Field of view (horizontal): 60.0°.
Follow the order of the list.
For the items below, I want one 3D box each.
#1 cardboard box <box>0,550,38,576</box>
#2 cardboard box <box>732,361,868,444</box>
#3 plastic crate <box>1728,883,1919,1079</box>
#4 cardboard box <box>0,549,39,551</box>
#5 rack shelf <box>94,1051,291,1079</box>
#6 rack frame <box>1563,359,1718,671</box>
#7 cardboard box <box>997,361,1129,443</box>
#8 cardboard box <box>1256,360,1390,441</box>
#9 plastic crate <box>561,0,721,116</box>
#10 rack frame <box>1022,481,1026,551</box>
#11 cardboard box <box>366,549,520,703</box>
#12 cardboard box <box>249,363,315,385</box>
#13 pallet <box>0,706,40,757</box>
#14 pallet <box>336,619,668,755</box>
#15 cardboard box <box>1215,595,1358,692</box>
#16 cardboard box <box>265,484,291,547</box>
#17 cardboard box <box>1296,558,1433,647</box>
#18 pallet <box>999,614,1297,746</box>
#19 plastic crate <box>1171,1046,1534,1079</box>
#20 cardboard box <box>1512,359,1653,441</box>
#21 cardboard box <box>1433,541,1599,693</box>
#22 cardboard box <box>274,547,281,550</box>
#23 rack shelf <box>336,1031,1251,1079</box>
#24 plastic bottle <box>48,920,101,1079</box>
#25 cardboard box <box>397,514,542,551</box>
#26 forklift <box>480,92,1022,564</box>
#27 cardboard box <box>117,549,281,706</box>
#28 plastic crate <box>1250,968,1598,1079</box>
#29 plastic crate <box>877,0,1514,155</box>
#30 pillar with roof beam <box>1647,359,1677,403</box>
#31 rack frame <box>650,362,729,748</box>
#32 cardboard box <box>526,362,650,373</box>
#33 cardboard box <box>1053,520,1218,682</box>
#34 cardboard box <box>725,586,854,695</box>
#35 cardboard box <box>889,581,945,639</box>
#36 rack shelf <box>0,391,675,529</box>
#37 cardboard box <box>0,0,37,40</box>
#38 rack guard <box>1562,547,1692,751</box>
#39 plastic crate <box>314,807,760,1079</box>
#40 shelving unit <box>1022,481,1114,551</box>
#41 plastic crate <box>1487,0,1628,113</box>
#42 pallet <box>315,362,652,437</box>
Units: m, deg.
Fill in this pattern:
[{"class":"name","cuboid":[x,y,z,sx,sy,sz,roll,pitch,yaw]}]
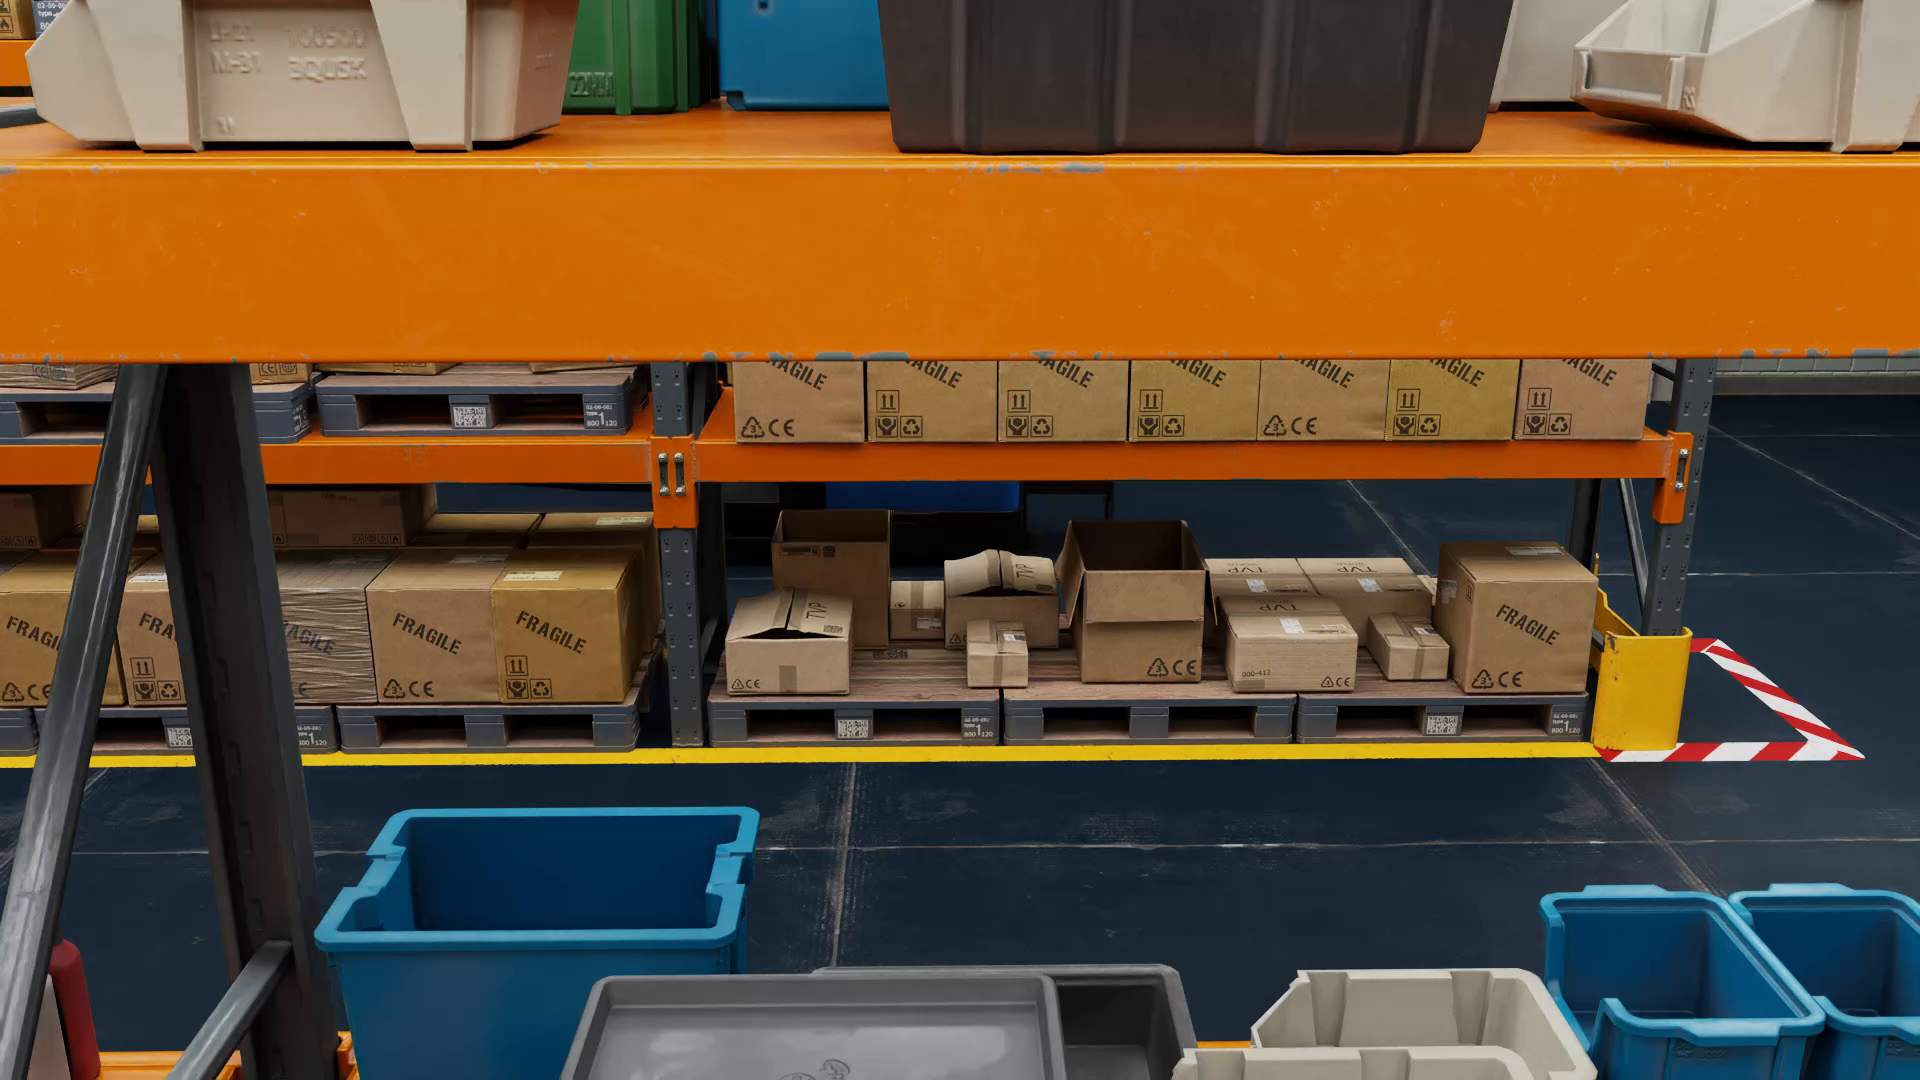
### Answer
[{"class":"cardboard box","cuboid":[-4.150,0.360,6.886,0.500,0.500,0.500,-1,18,-3]},{"class":"cardboard box","cuboid":[-0.619,-0.688,6.617,0.500,0.500,0.500,0,18,1]},{"class":"plastic crate","cuboid":[1.372,0.731,2.534,0.300,0.233,0.416,0,18,-1]},{"class":"cardboard box","cuboid":[-4.201,0.203,7.376,0.500,0.500,0.500,0,18,1]},{"class":"rack shelf","cuboid":[-3.059,1.144,2.248,4.000,0.370,1.077,0,18,-1]},{"class":"rack frame","cuboid":[2.866,-0.740,6.944,0.127,3.000,1.000,0,18,-1]},{"class":"cardboard box","cuboid":[0.393,-0.693,6.633,0.500,0.500,0.500,0,18,-1]},{"class":"cardboard box","cuboid":[1.405,-0.698,6.650,0.500,0.500,0.500,0,18,0]},{"class":"plastic crate","cuboid":[-0.640,-0.630,2.036,0.662,0.188,0.450,0,18,-1]},{"class":"rack frame","cuboid":[0.365,-0.996,9.216,0.015,2.100,0.400,1,18,2]},{"class":"cardboard box","cuboid":[-2.117,0.350,6.919,0.500,0.500,0.500,0,18,-1]},{"class":"cardboard box","cuboid":[-2.899,-0.941,6.719,0.500,0.500,0.700,-5,18,-15]},{"class":"pallet","cuboid":[-4.386,0.634,7.225,1.213,0.211,1.003,0,18,-1]},{"class":"pallet","cuboid":[-1.946,0.622,7.262,1.213,0.211,1.003,0,18,-1]},{"class":"cardboard box","cuboid":[1.376,0.433,7.069,0.500,0.250,0.500,0,18,-1]},{"class":"cardboard box","cuboid":[-3.122,-0.162,7.286,0.500,0.250,0.500,-1,18,-2]},{"class":"cardboard box","cuboid":[1.818,0.278,7.551,0.500,0.250,0.500,0,18,-1]},{"class":"pallet","cuboid":[0.776,0.597,7.341,1.213,0.211,1.003,0,18,-1]},{"class":"plastic crate","cuboid":[0.471,0.869,2.024,0.530,0.282,0.437,0,18,-1]},{"class":"cardboard box","cuboid":[2.423,-0.702,6.663,0.500,0.500,0.500,0,18,1]},{"class":"cardboard box","cuboid":[2.326,0.318,7.016,0.500,0.500,0.500,0,18,-1]},{"class":"cardboard box","cuboid":[-3.159,0.196,7.397,0.500,0.500,0.500,-1,18,-3]},{"class":"rack shelf","cuboid":[0.941,1.125,2.308,4.000,0.370,1.077,0,18,-1]},{"class":"plastic bottle","cuboid":[-1.432,0.719,2.586,0.133,0.283,0.061,0,18,-1]},{"class":"cardboard box","cuboid":[-2.154,0.194,7.405,0.500,0.500,0.500,0,18,0]},{"class":"forklift","cuboid":[-1.162,-1.424,9.189,3.031,2.935,1.130,1,18,2]},{"class":"cardboard box","cuboid":[-3.126,0.355,6.902,0.500,0.500,0.500,-1,18,-3]},{"class":"plastic crate","cuboid":[0.678,0.789,2.511,0.466,0.136,0.293,0,18,-1]},{"class":"plastic crate","cuboid":[0.188,-0.496,1.487,0.590,0.269,0.497,0,18,-1]},{"class":"pillar with roof beam","cuboid":[5.538,-4.072,7.509,0.400,9.000,9.100,0,18,-1]},{"class":"rack frame","cuboid":[-1.133,-0.721,6.884,0.127,3.000,1.000,0,18,-1]},{"class":"cardboard box","cuboid":[-1.610,-1.034,7.010,0.500,0.500,0.700,-6,19,-19]},{"class":"cardboard box","cuboid":[0.745,0.248,7.231,0.637,0.503,0.797,0,18,-1]},{"class":"cardboard box","cuboid":[-0.710,0.414,7.028,0.500,0.311,0.500,0,18,-1]},{"class":"cardboard box","cuboid":[-0.194,0.318,7.594,0.250,0.149,0.380,0,18,-1]},{"class":"rack shelf","cuboid":[-3.133,-0.369,6.964,4.000,0.370,1.077,0,18,-1]},{"class":"cardboard box","cuboid":[-3.667,-2.195,6.405,0.500,0.500,0.910,0,18,-1]},{"class":"rack guard","cuboid":[2.790,0.450,7.325,0.348,0.500,1.175,0,18,-1]},{"class":"plastic crate","cuboid":[-0.597,0.665,2.493,0.575,0.384,0.392,0,18,-1]},{"class":"shelving unit","cuboid":[0.609,-0.994,9.208,0.503,2.100,0.431,1,18,2]},{"class":"plastic crate","cuboid":[0.720,-0.683,2.048,0.530,0.282,0.437,0,18,-1]},{"class":"pallet","cuboid":[-1.934,-0.659,7.005,1.213,0.211,1.003,0,18,-1]}]
